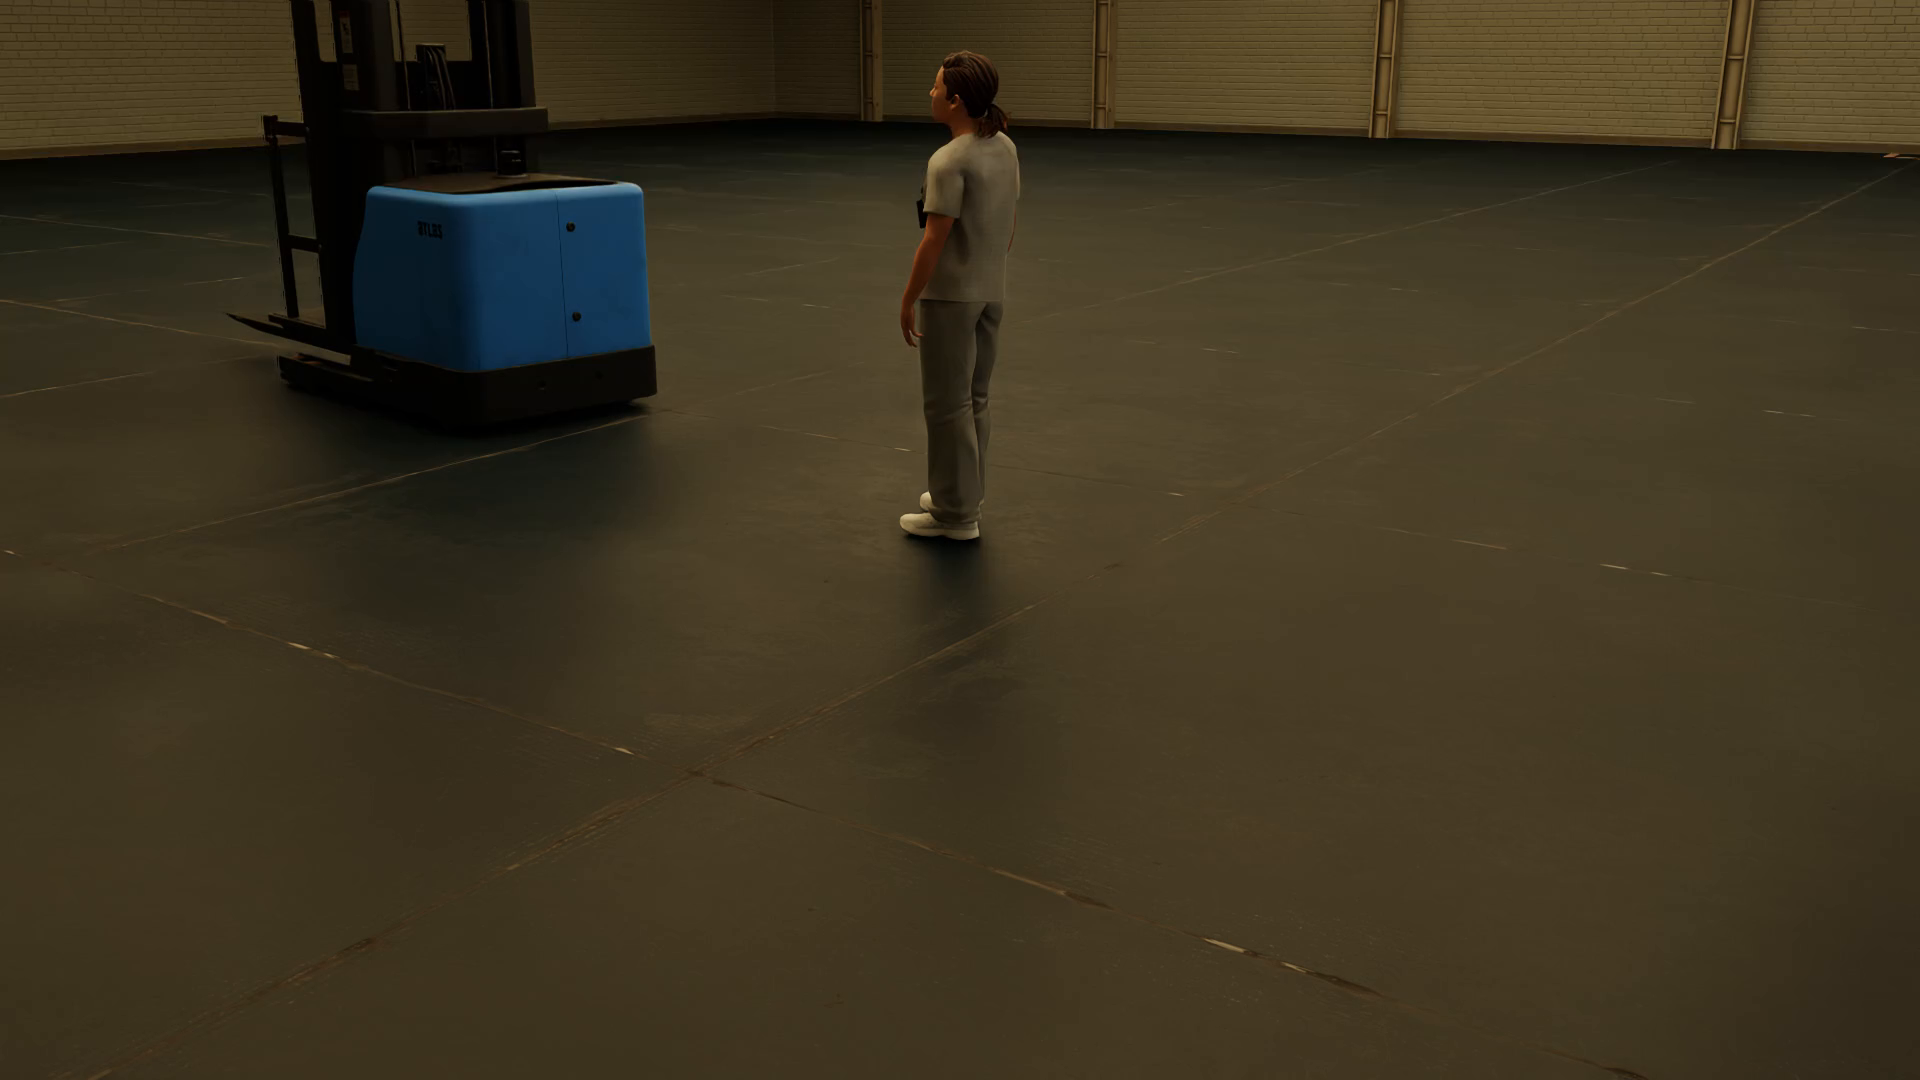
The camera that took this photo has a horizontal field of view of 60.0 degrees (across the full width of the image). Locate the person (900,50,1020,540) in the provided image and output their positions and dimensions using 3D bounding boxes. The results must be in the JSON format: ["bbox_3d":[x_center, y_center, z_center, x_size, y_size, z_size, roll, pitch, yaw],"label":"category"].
[{"bbox_3d":[-0.053,-0.825,5.757,0.549,1.675,0.549,11,20,33],"label":"person"}]

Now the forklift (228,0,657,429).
[{"bbox_3d":[-2.872,-2.247,8.346,3.031,2.935,1.130,16,23,42],"label":"forklift"}]
